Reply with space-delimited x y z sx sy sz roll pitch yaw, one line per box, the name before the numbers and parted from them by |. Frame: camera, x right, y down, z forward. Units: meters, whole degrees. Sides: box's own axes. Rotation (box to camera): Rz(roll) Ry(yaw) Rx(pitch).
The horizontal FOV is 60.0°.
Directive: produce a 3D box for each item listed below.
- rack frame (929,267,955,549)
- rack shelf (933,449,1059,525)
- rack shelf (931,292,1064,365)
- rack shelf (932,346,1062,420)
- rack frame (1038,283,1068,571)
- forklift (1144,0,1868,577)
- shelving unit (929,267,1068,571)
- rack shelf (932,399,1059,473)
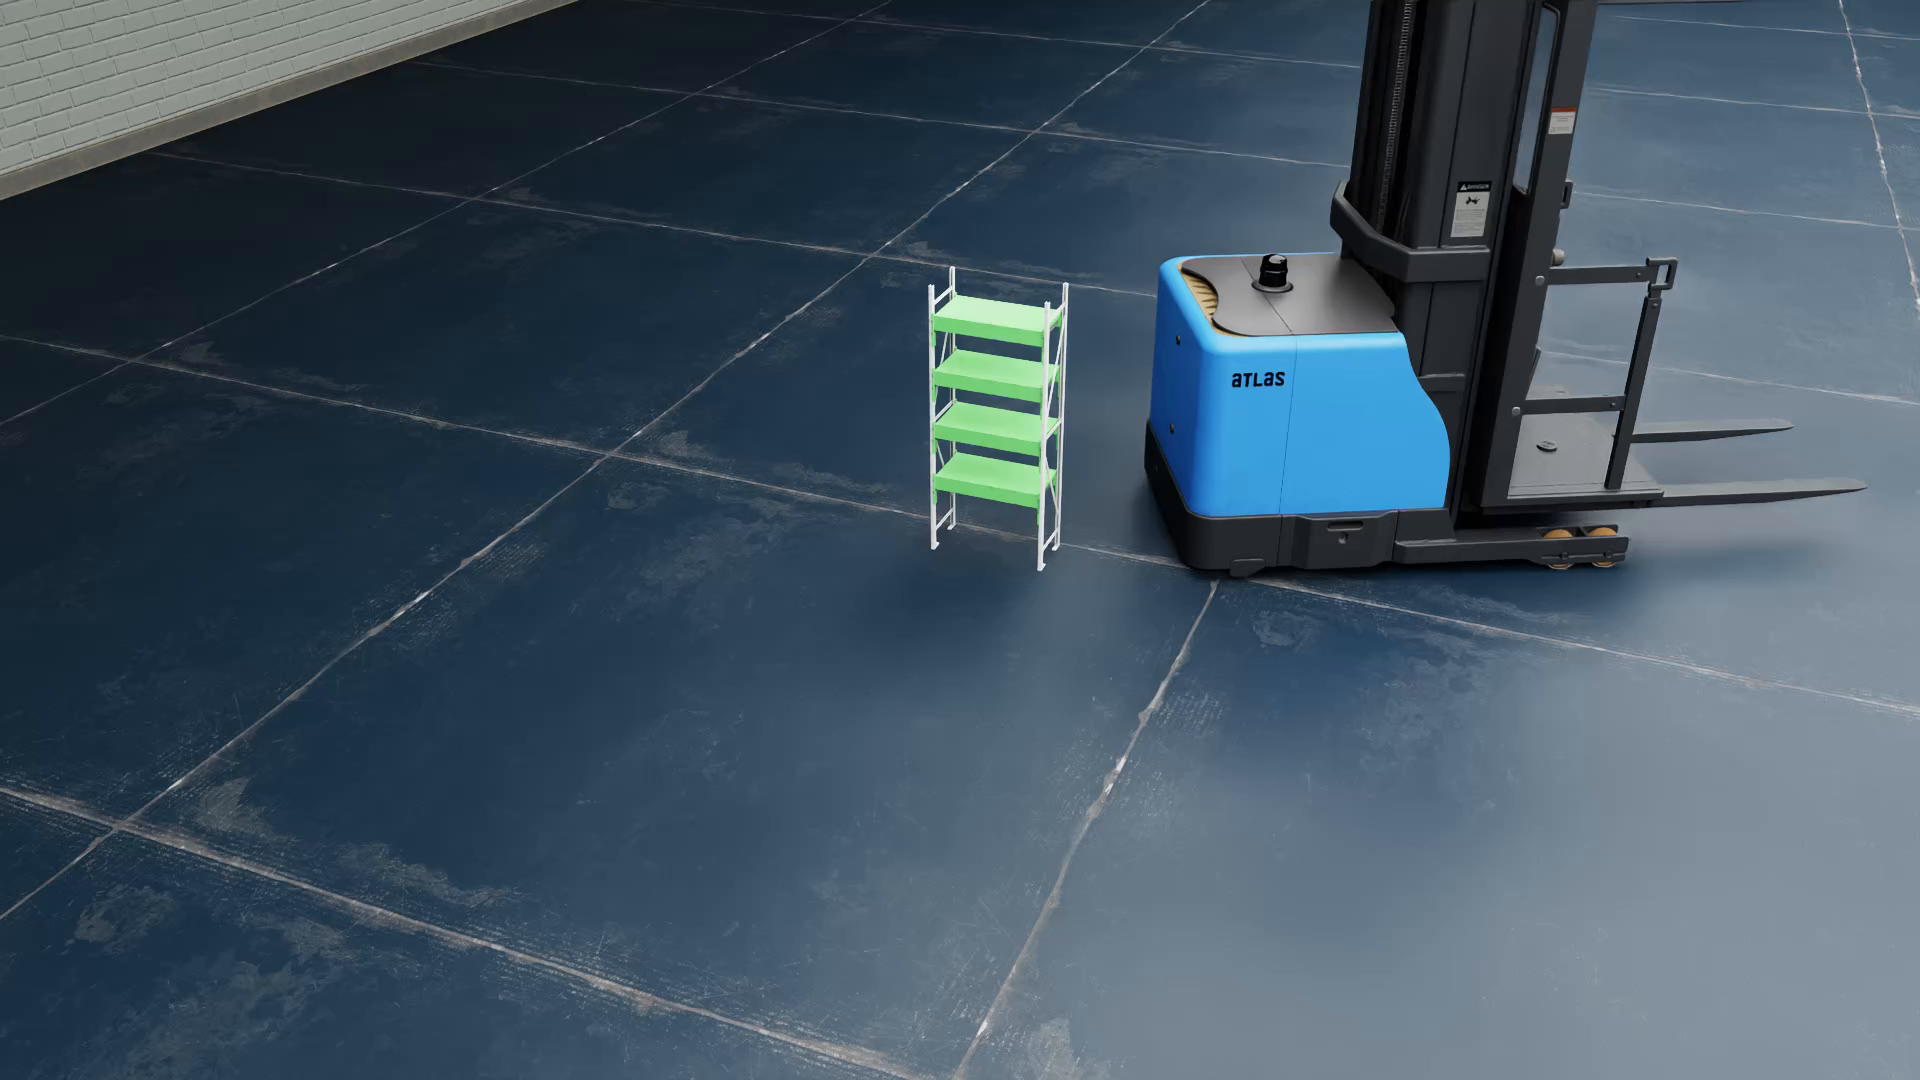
rack frame | -0.073 -0.537 6.980 0.015 1.200 0.240 11 31 19
rack shelf | 0.153 -0.227 7.050 0.480 0.148 0.258 11 31 19
rack shelf | 0.153 -0.854 6.696 0.480 0.148 0.258 11 31 19
rack shelf | 0.153 -0.645 6.814 0.480 0.148 0.258 11 31 19
rack frame | 0.379 -0.447 6.821 0.015 1.200 0.240 11 31 19
forklift | 2.399 -1.408 6.763 3.031 2.935 1.130 -3 30 -4
shelving unit | 0.153 -0.492 6.901 0.503 1.200 0.258 11 31 19
rack shelf | 0.153 -0.436 6.932 0.480 0.148 0.258 11 31 19
